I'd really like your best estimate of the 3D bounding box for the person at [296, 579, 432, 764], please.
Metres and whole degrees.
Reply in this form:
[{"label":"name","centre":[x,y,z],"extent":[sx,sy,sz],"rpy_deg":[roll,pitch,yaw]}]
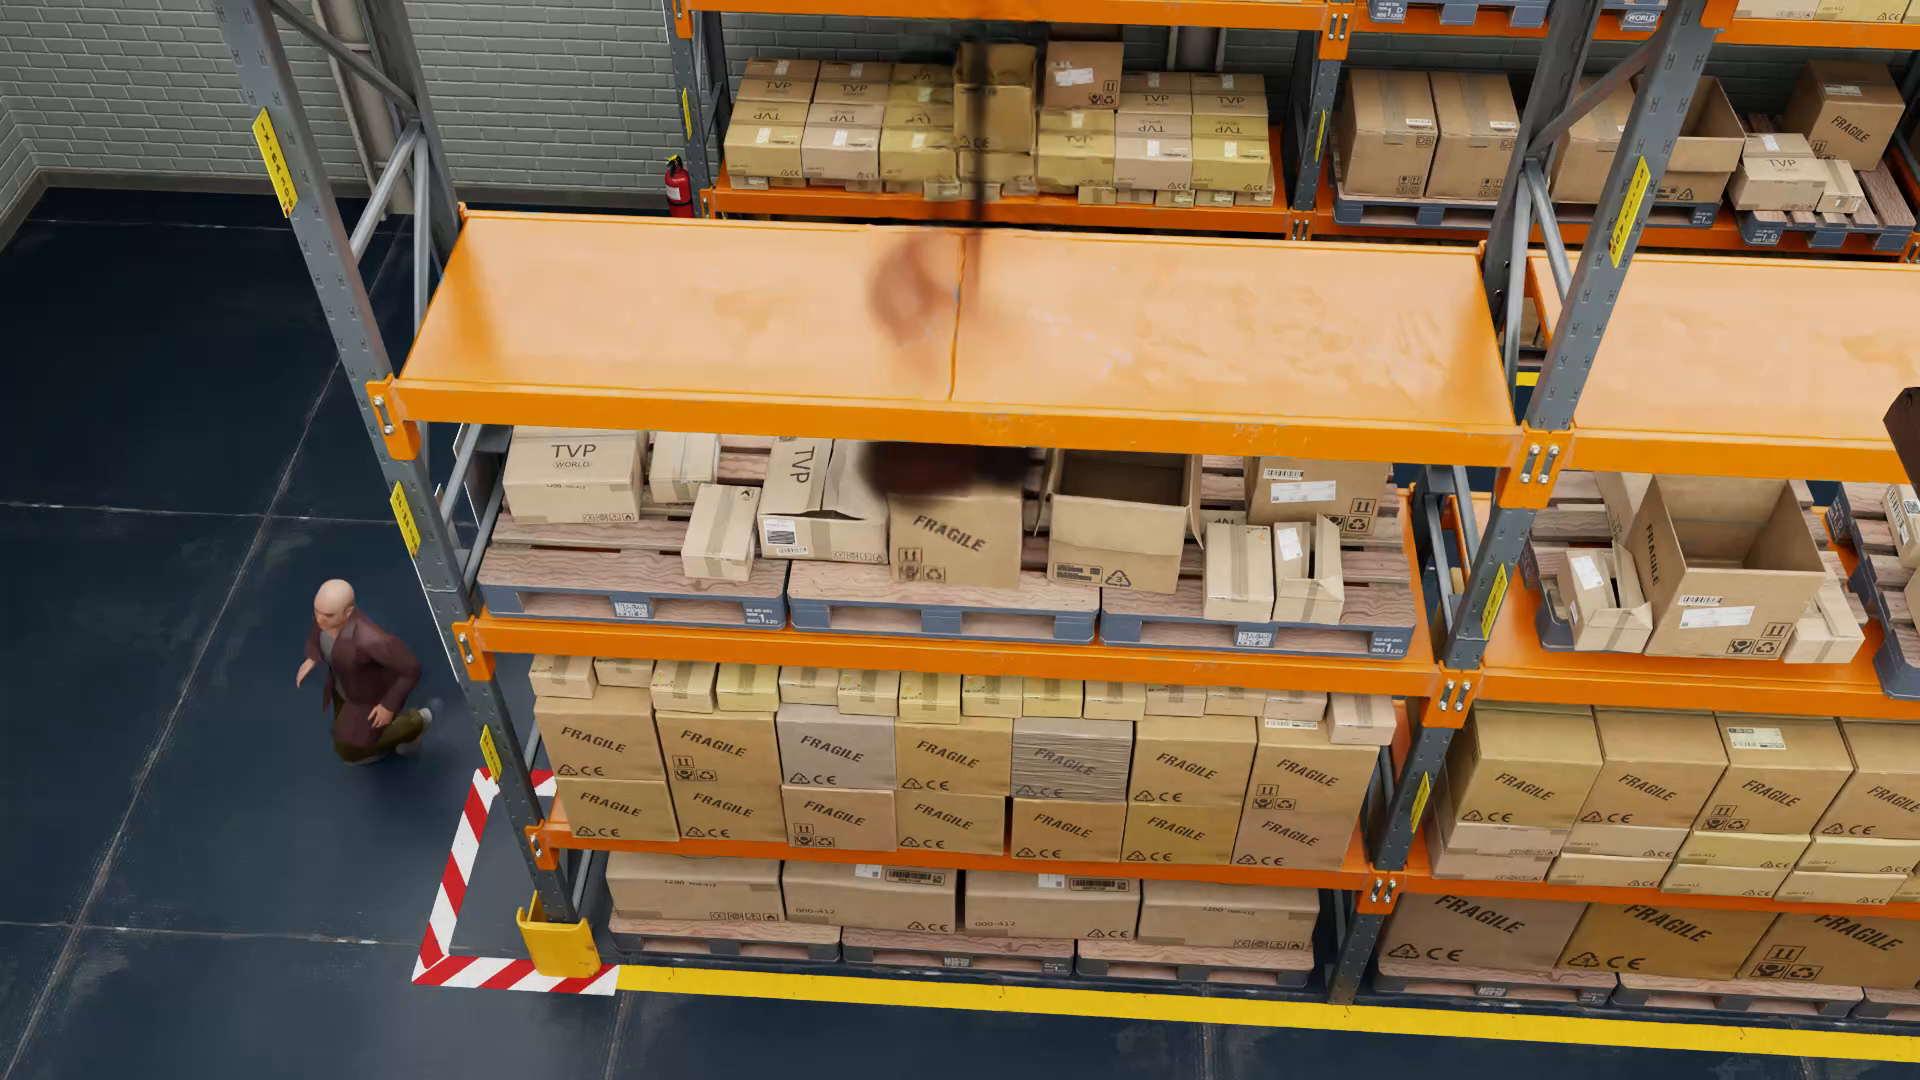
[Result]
[{"label":"person","centre":[-3.181,0.786,8.882],"extent":[0.566,1.713,0.769],"rpy_deg":[-36,57,-28]}]
